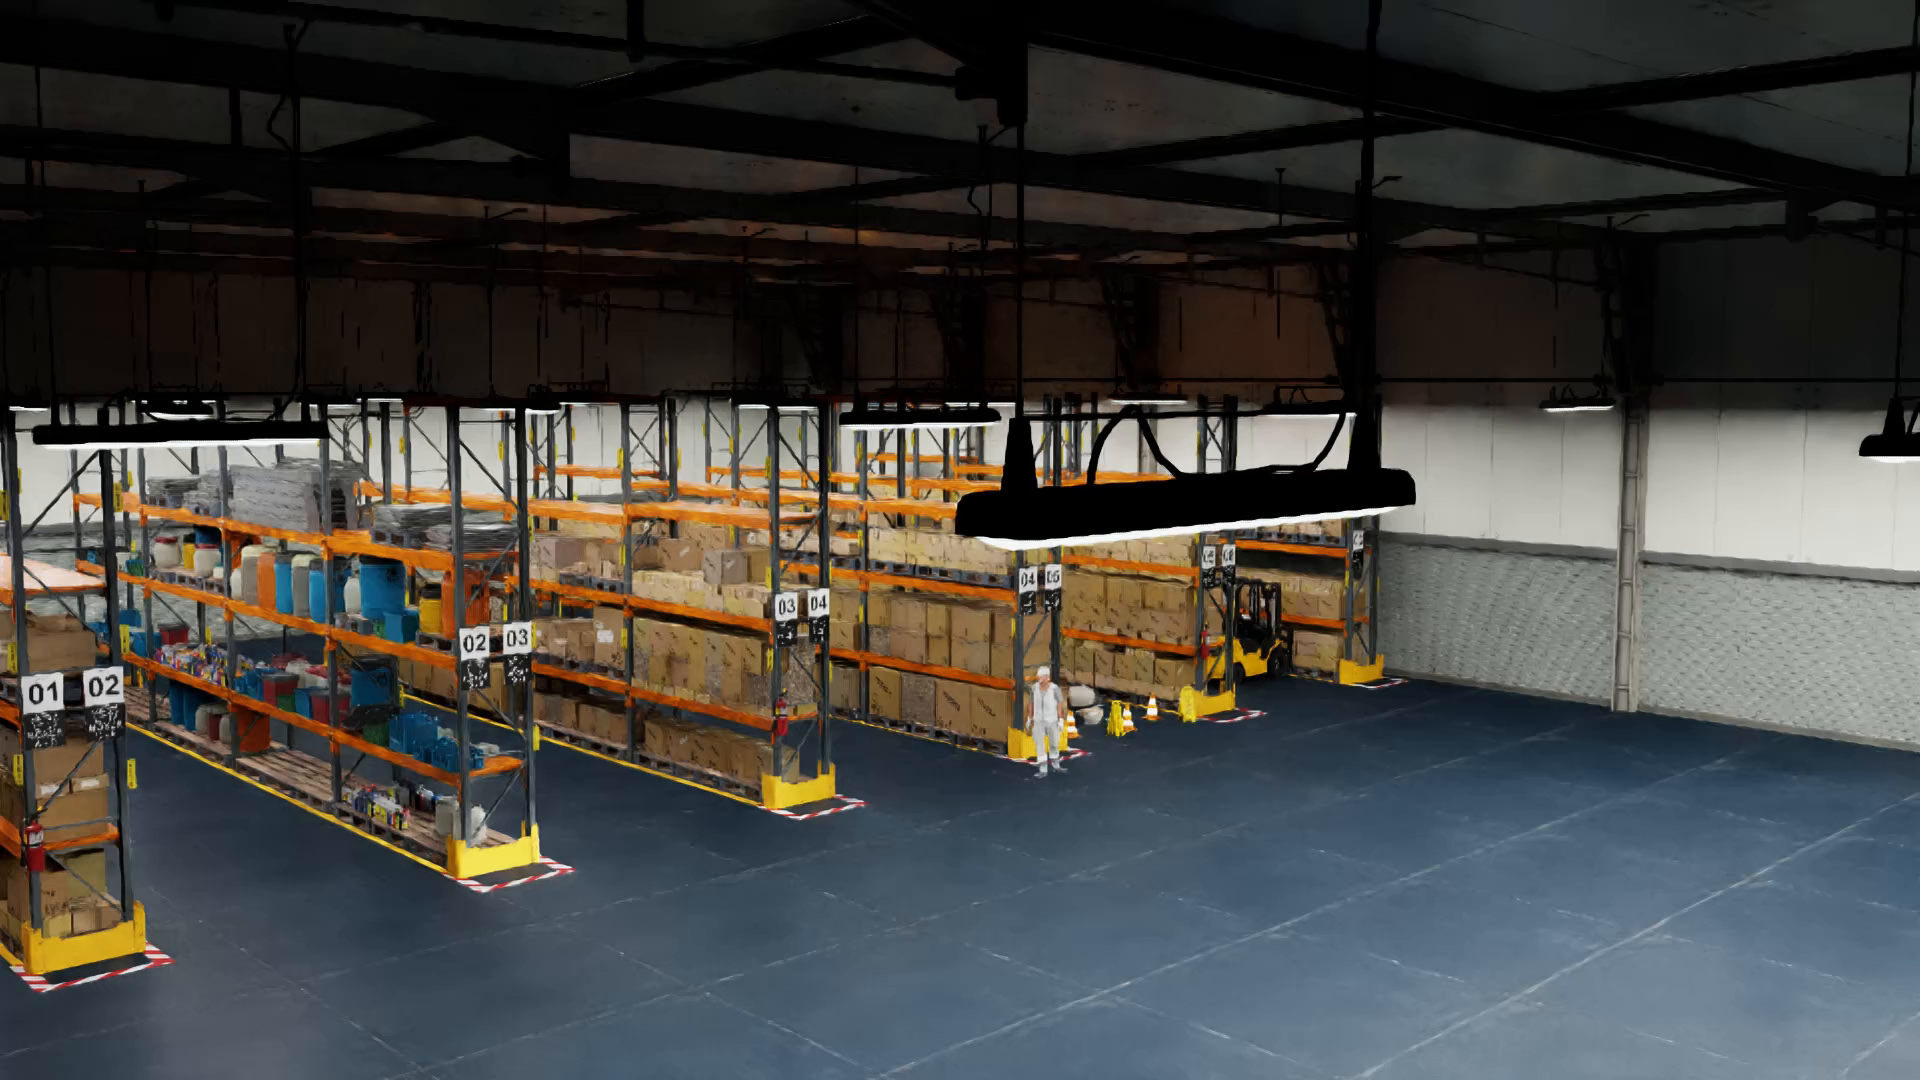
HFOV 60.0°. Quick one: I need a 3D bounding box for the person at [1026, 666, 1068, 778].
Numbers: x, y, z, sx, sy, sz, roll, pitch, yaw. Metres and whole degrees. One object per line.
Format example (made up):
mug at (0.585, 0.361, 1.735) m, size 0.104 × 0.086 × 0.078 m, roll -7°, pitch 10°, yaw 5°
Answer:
person at (1.381, 2.887, 26.570) m, size 0.646 × 1.781 × 0.553 m, roll 2°, pitch 6°, yaw 17°
